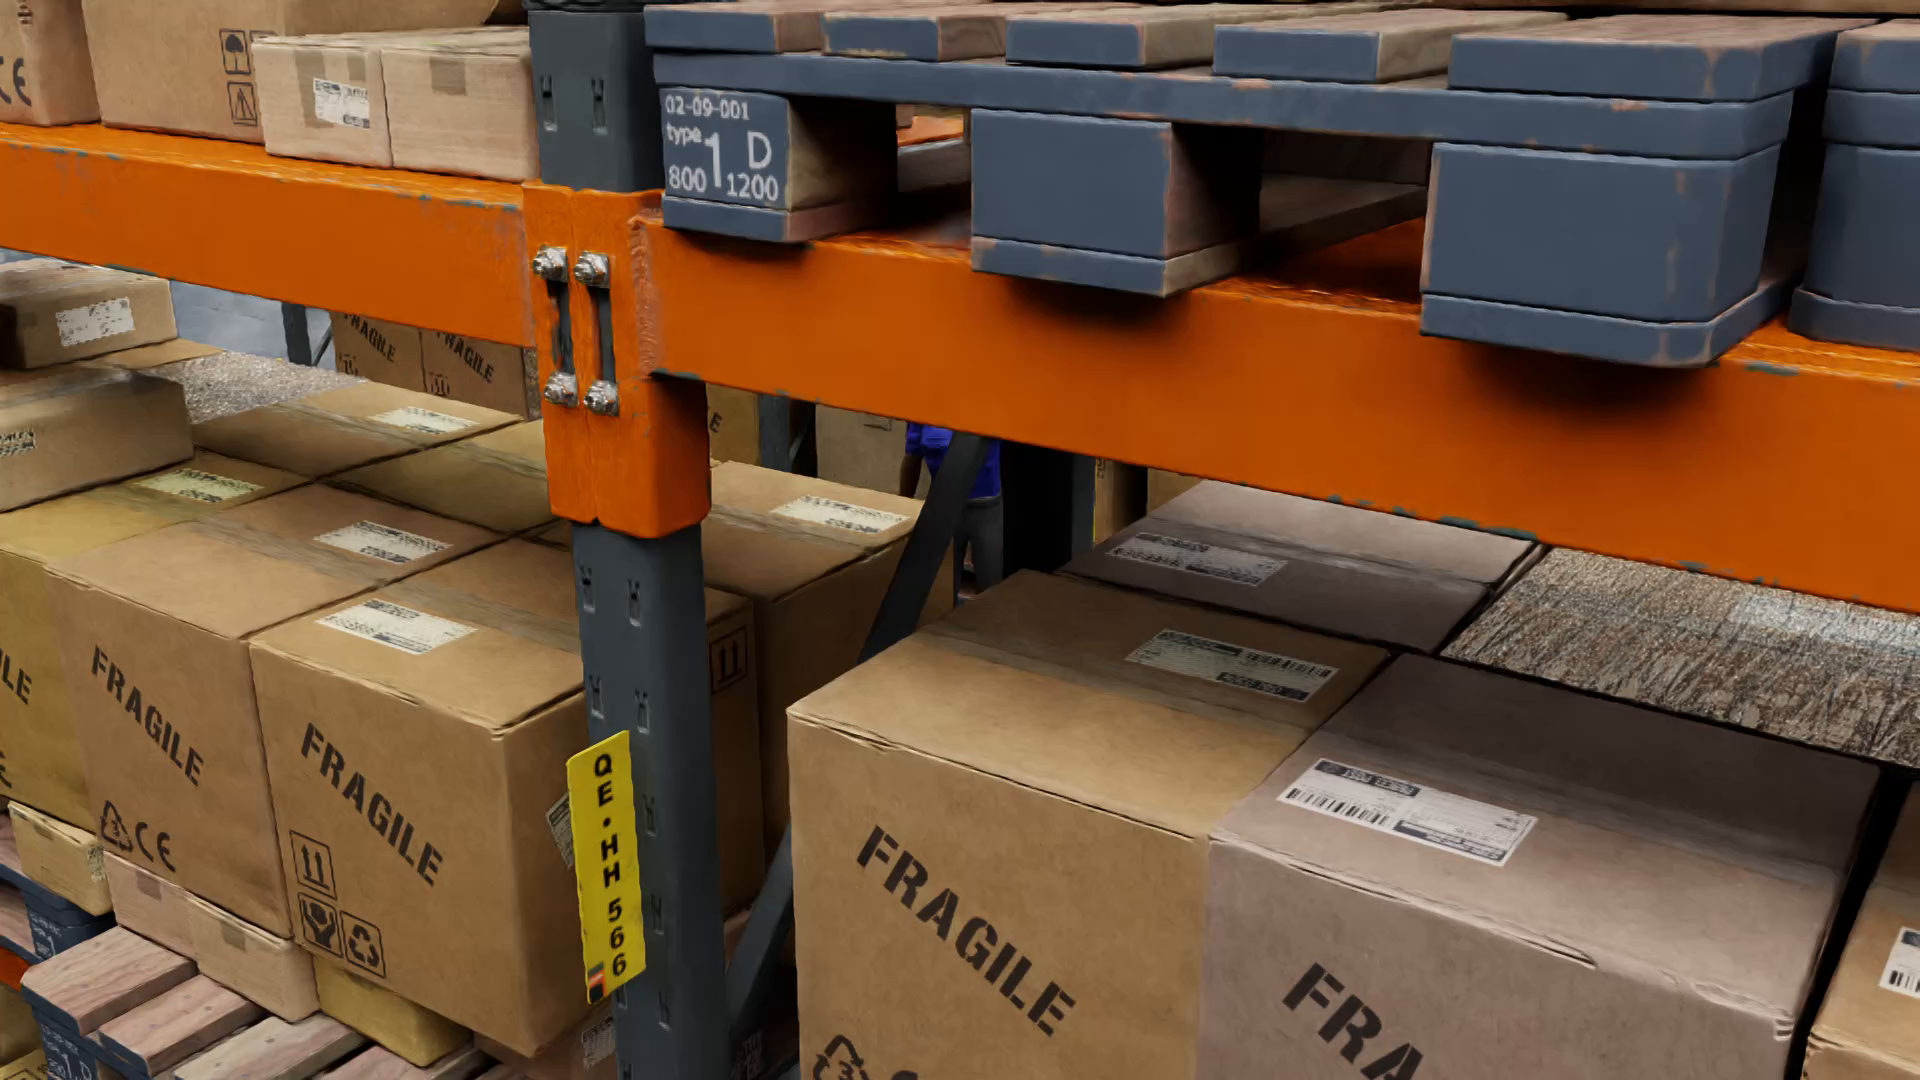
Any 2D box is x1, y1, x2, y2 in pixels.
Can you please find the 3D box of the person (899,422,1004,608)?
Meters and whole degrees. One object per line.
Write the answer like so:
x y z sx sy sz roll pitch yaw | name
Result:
-0.018 -0.031 6.611 0.520 1.665 0.475 4 20 10 | person
